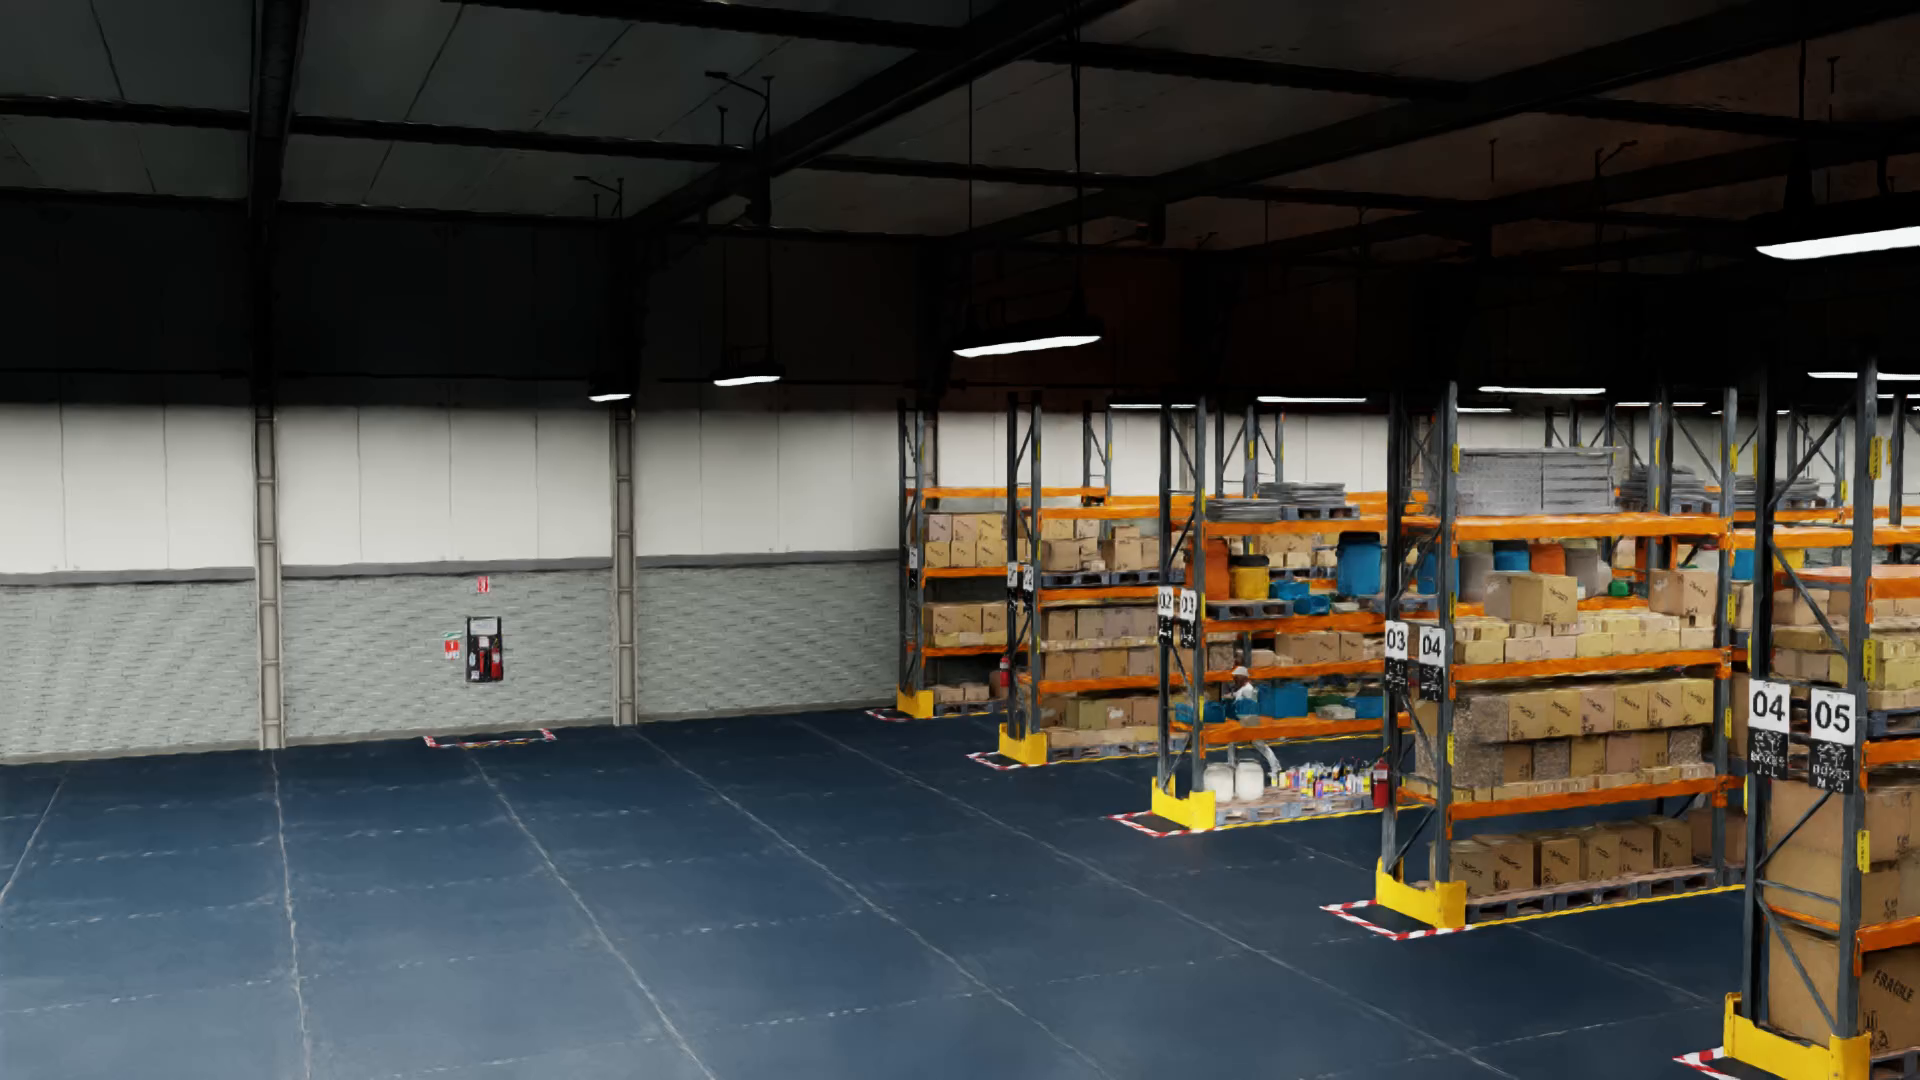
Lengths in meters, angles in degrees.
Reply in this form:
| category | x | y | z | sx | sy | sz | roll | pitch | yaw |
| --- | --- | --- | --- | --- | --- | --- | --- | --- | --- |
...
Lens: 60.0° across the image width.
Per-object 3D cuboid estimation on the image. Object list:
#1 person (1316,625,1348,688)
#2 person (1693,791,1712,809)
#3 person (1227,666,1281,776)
| category | x | y | z | sx | sy | sz | roll | pitch | yaw |
| --- | --- | --- | --- | --- | --- | --- | --- | --- | --- |
| person | 7.260 | 2.403 | 32.546 | 1.042 | 1.716 | 0.591 | -2 | 4 | -24 |
| person | 10.141 | 3.000 | 22.420 | 0.411 | 1.675 | 0.498 | 2 | 4 | 36 |
| person | 4.461 | 2.803 | 25.665 | 0.984 | 1.730 | 0.605 | 0 | 3 | -3 |
